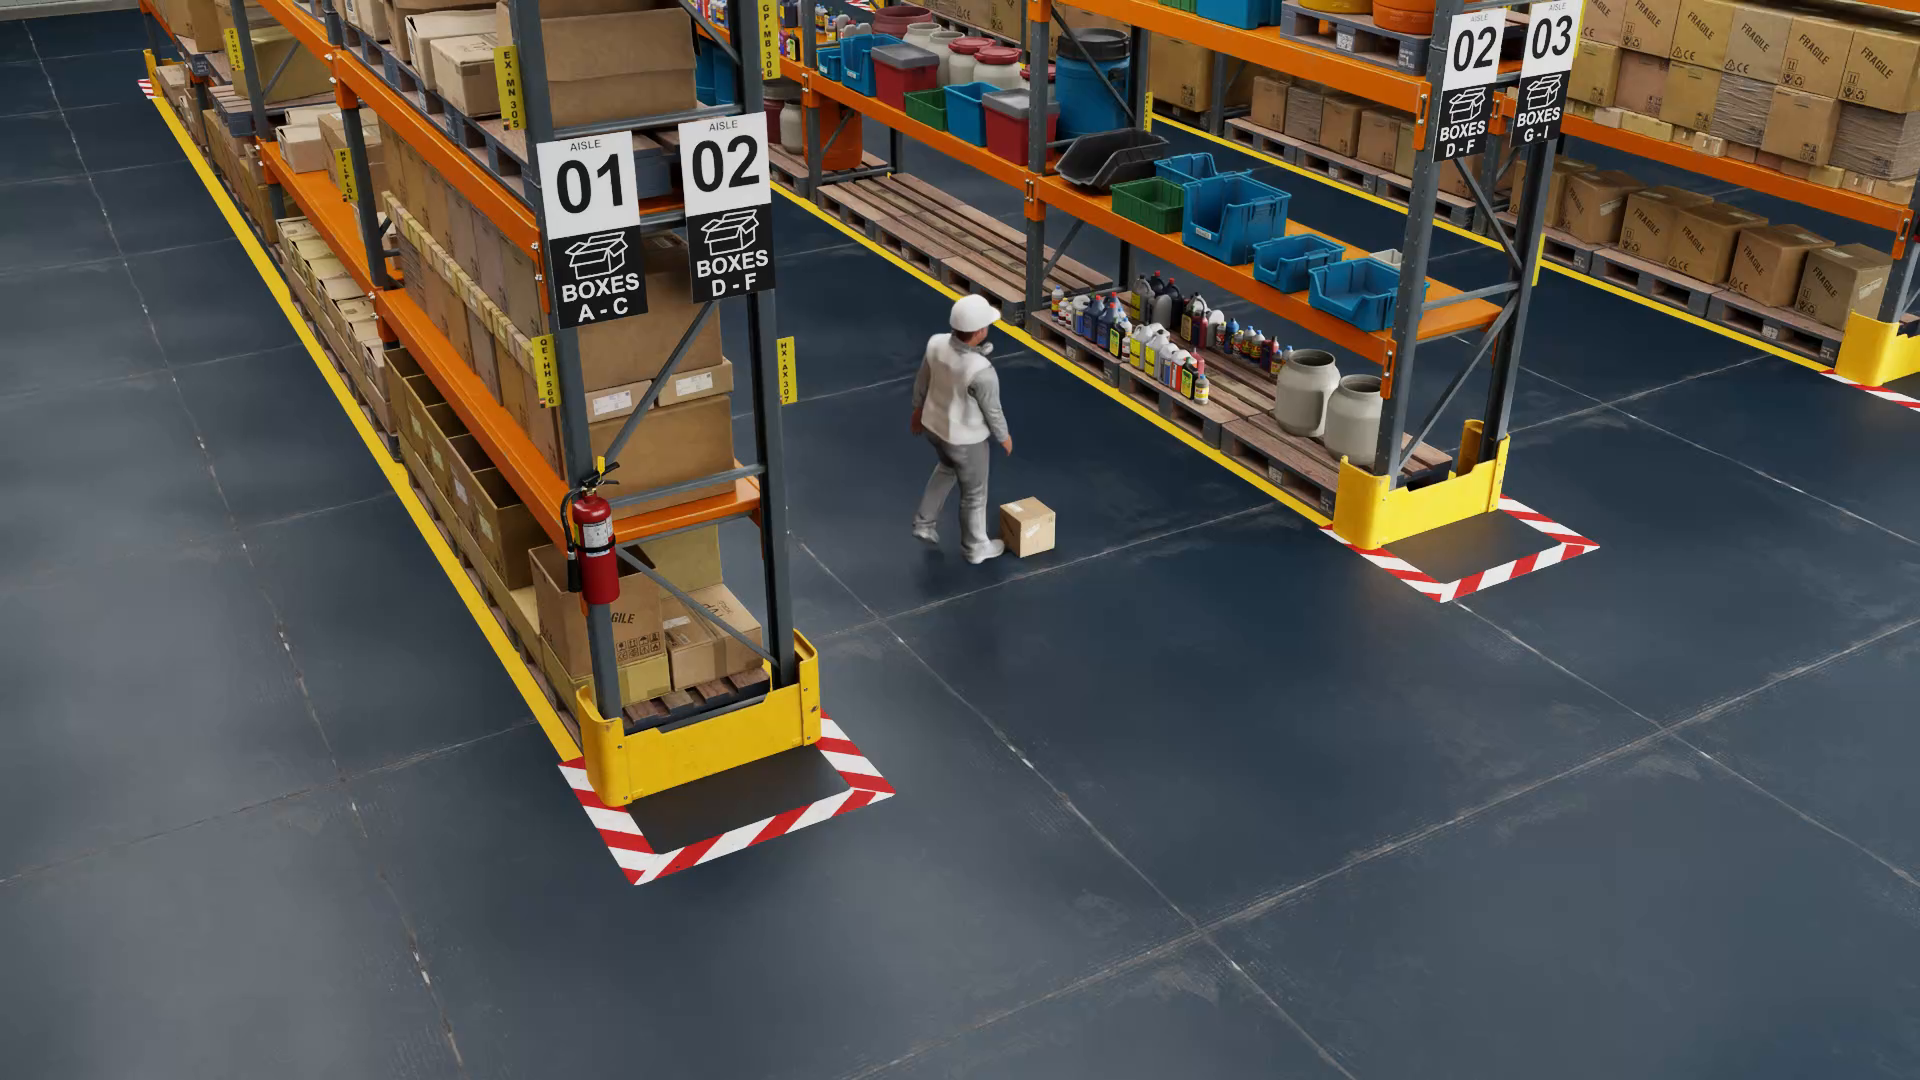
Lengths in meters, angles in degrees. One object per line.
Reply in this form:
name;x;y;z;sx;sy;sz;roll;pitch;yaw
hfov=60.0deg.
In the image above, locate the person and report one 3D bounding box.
person;0.056;-0.649;9.703;0.541;1.773;0.648;-20;35;-32
